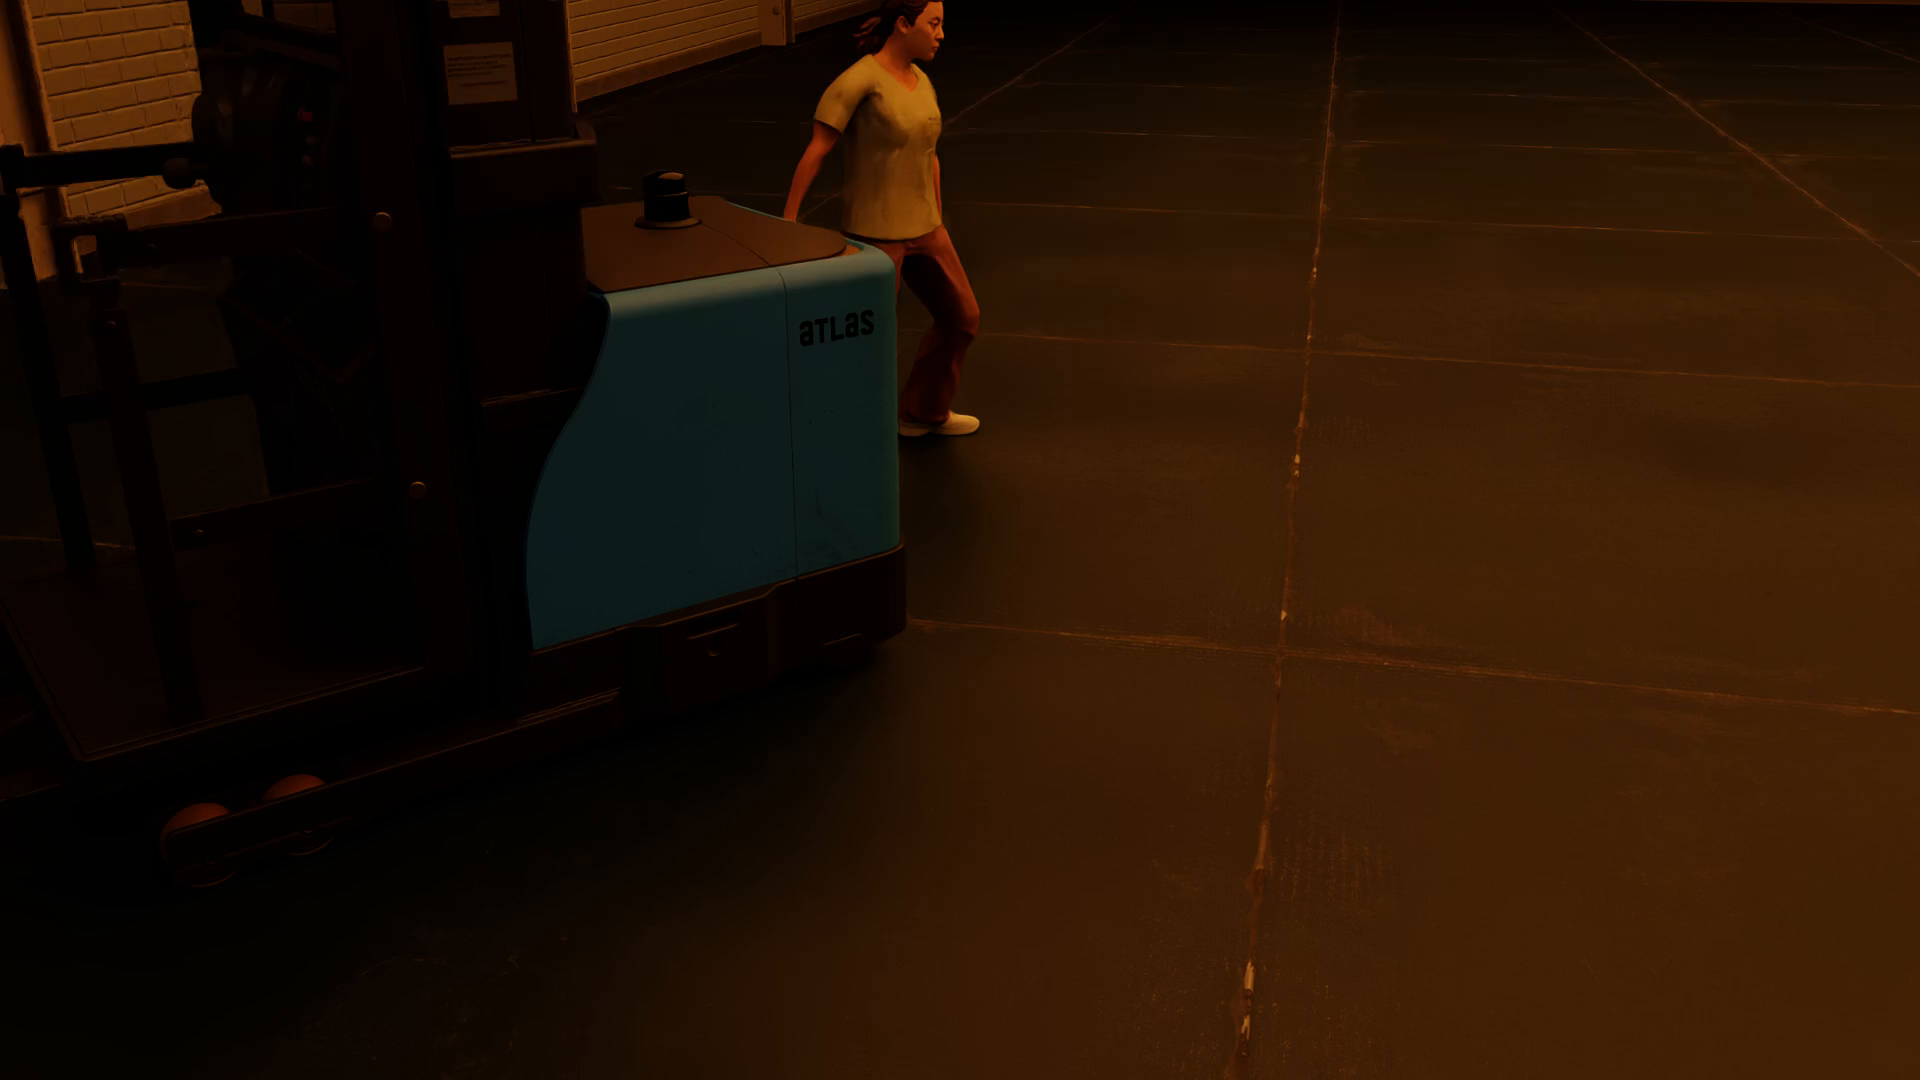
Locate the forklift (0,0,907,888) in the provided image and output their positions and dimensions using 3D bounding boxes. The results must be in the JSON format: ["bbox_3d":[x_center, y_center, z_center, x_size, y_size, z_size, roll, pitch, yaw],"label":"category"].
[{"bbox_3d":[-1.624,-0.873,3.407,3.031,2.935,1.130,-16,27,-34],"label":"forklift"}]

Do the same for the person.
[{"bbox_3d":[-0.257,-0.986,5.694,0.575,1.328,0.456,-21,30,-41],"label":"person"}]
